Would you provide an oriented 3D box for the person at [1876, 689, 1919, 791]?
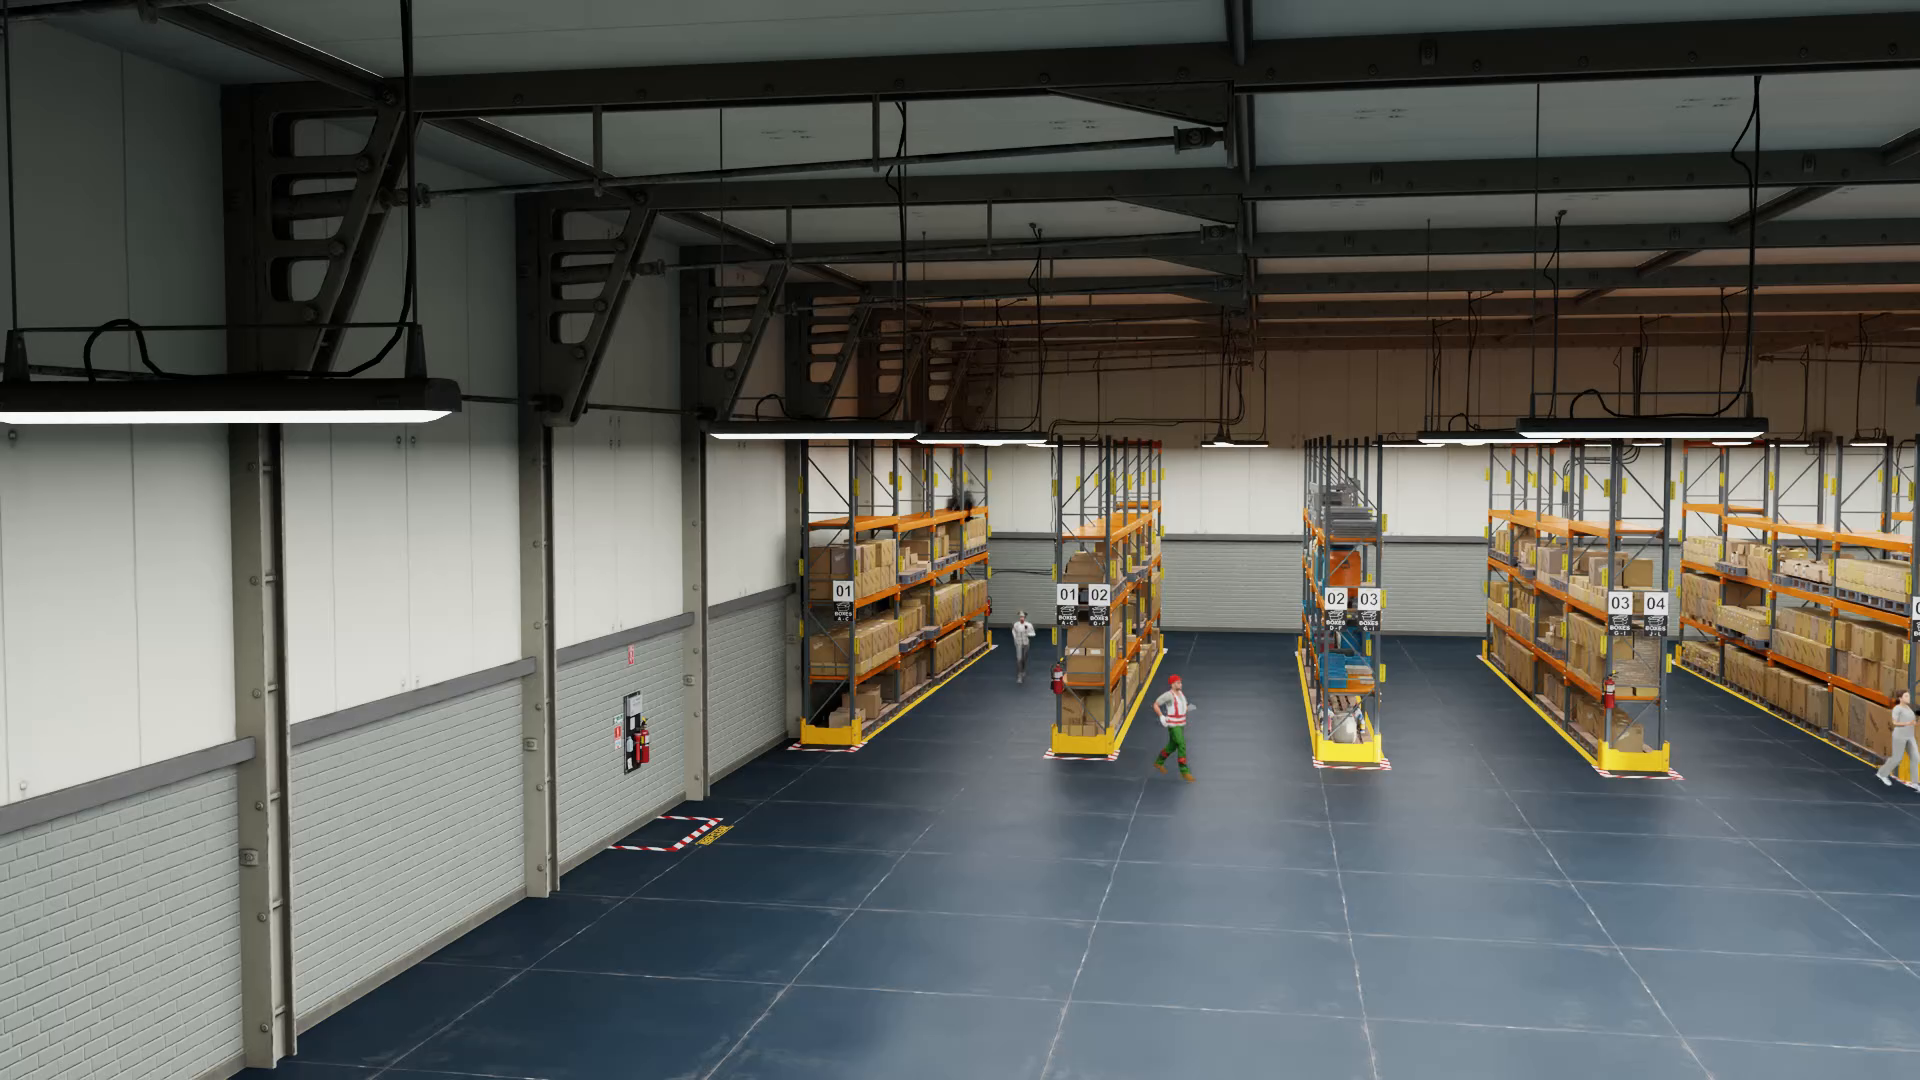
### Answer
[{"bbox_3d":[15.842,3.348,27.929,0.559,1.686,0.884,-1,3,-23],"label":"person"}]

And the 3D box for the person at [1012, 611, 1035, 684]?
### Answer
[{"bbox_3d":[1.568,2.615,40.911,0.584,1.754,0.776,0,3,4],"label":"person"}]

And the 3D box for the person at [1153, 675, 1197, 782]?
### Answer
[{"bbox_3d":[3.738,3.238,28.874,0.931,1.807,0.658,2,4,36],"label":"person"}]
